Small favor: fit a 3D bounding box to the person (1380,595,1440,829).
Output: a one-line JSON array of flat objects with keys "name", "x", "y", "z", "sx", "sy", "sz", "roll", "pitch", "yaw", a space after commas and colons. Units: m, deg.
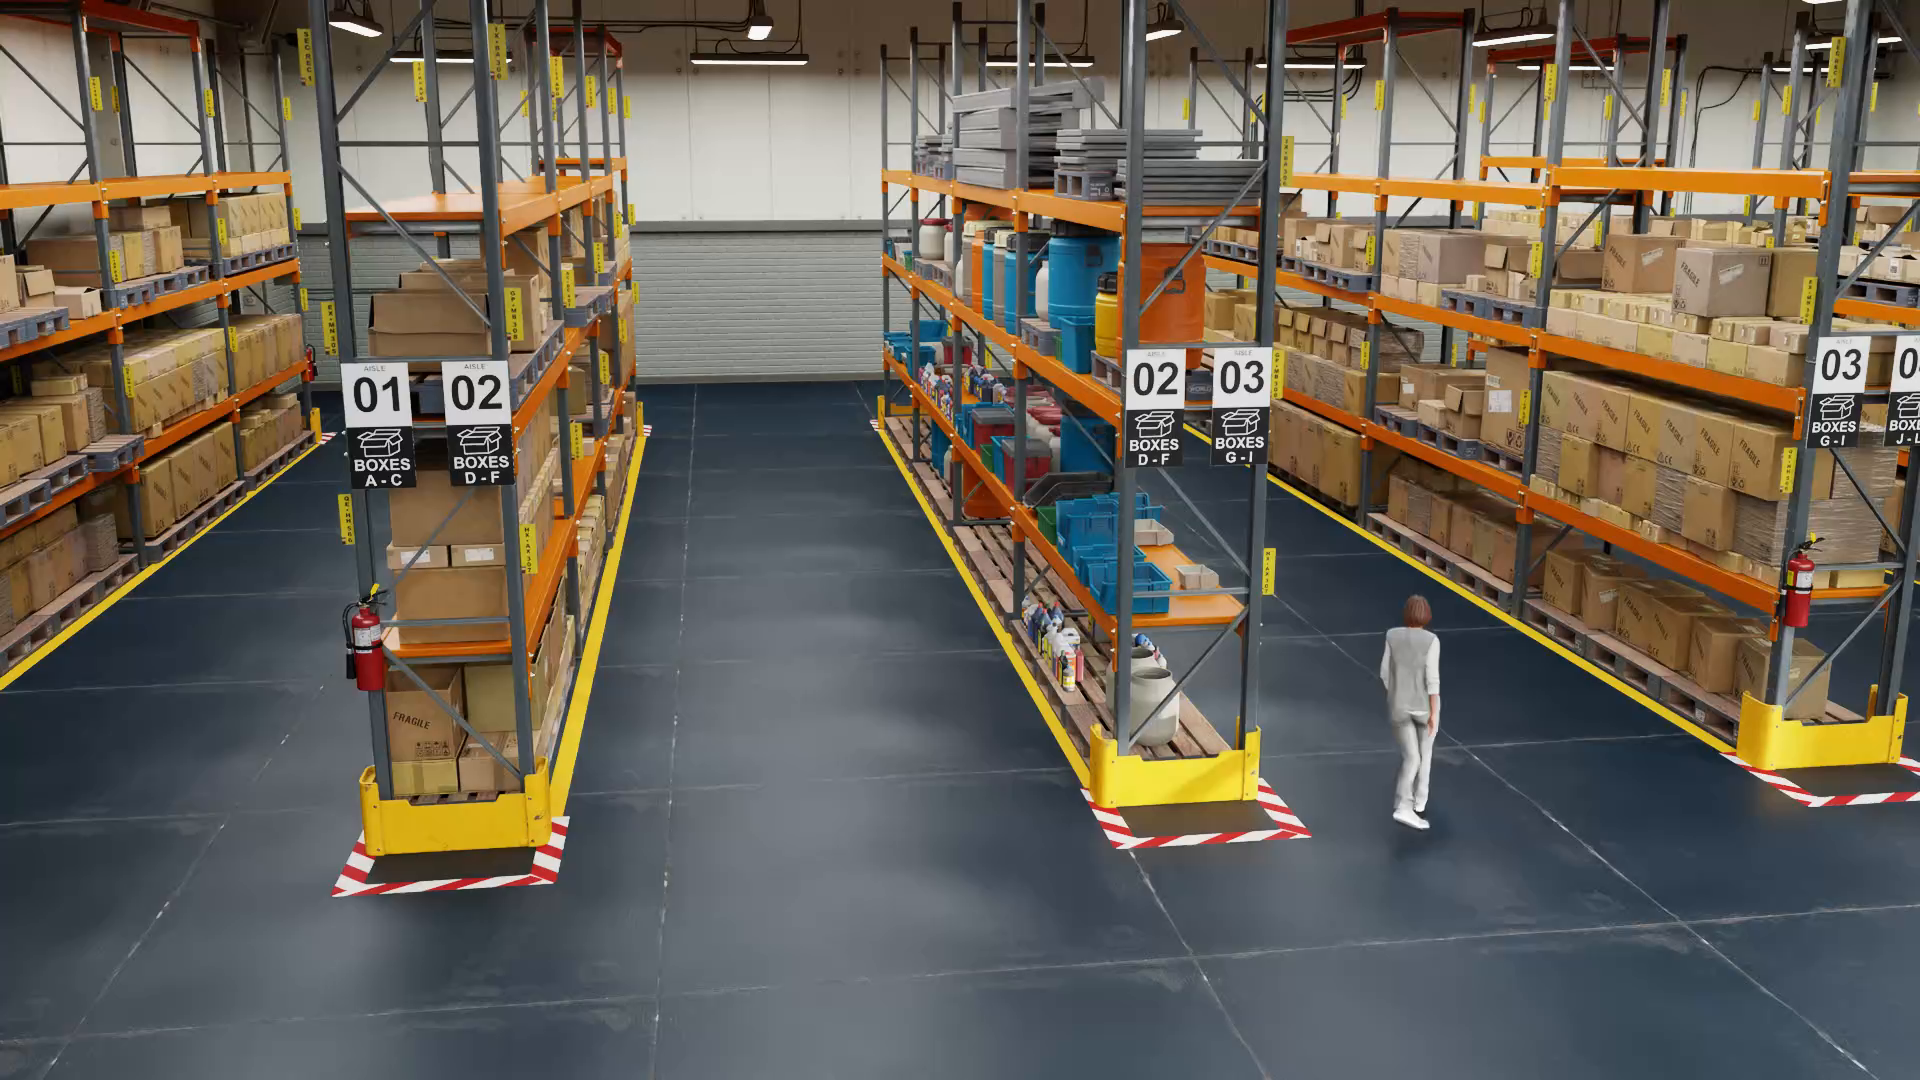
[{"name": "person", "x": 3.028, "y": 1.153, "z": 11.207, "sx": 0.460, "sy": 1.539, "sz": 0.840, "roll": 7, "pitch": 15, "yaw": 26}]
